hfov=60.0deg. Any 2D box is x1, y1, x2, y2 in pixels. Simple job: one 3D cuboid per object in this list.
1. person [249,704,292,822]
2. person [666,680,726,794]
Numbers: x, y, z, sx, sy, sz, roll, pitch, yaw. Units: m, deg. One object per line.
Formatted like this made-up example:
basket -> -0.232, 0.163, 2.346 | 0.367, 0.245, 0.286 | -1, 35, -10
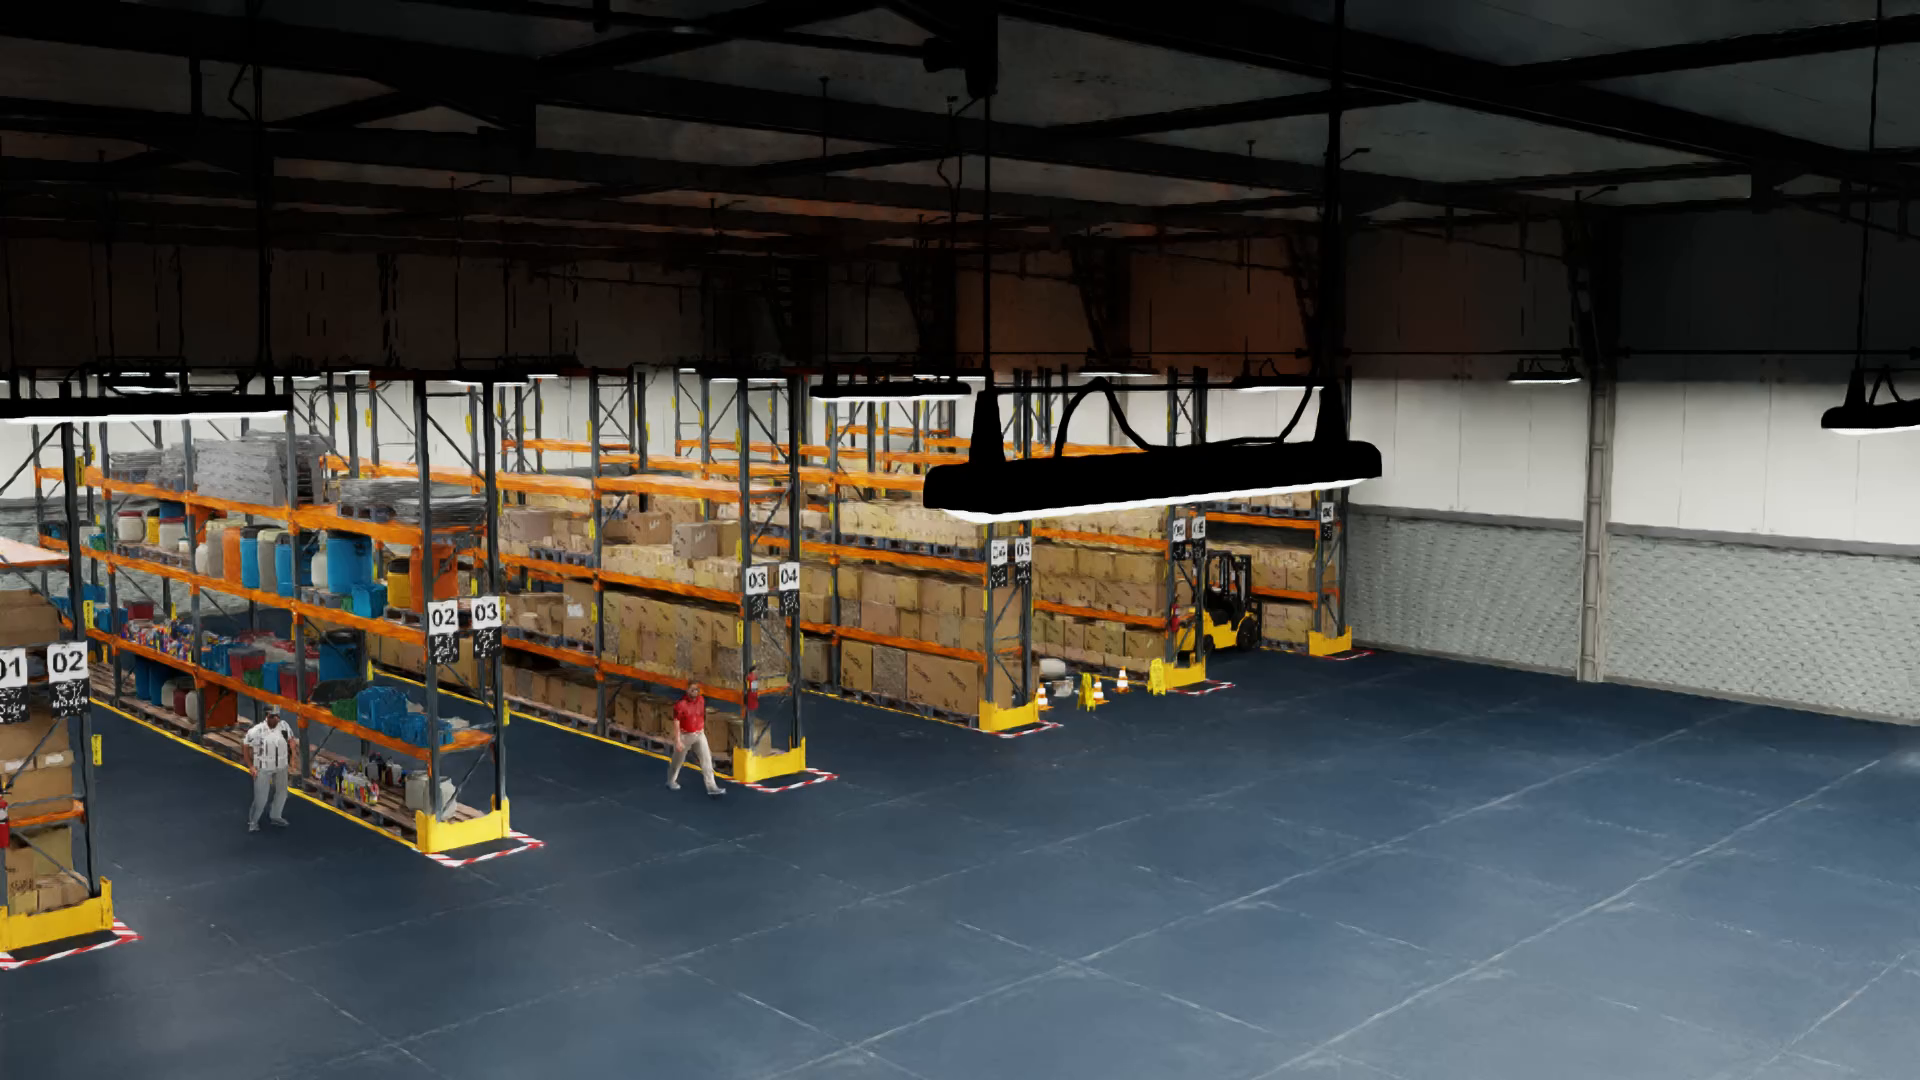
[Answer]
person -> -9.174, 2.953, 22.102 | 0.528, 1.633, 0.507 | 6, 9, 43
person -> -3.851, 2.806, 23.833 | 0.544, 1.641, 1.111 | -6, 9, -41
